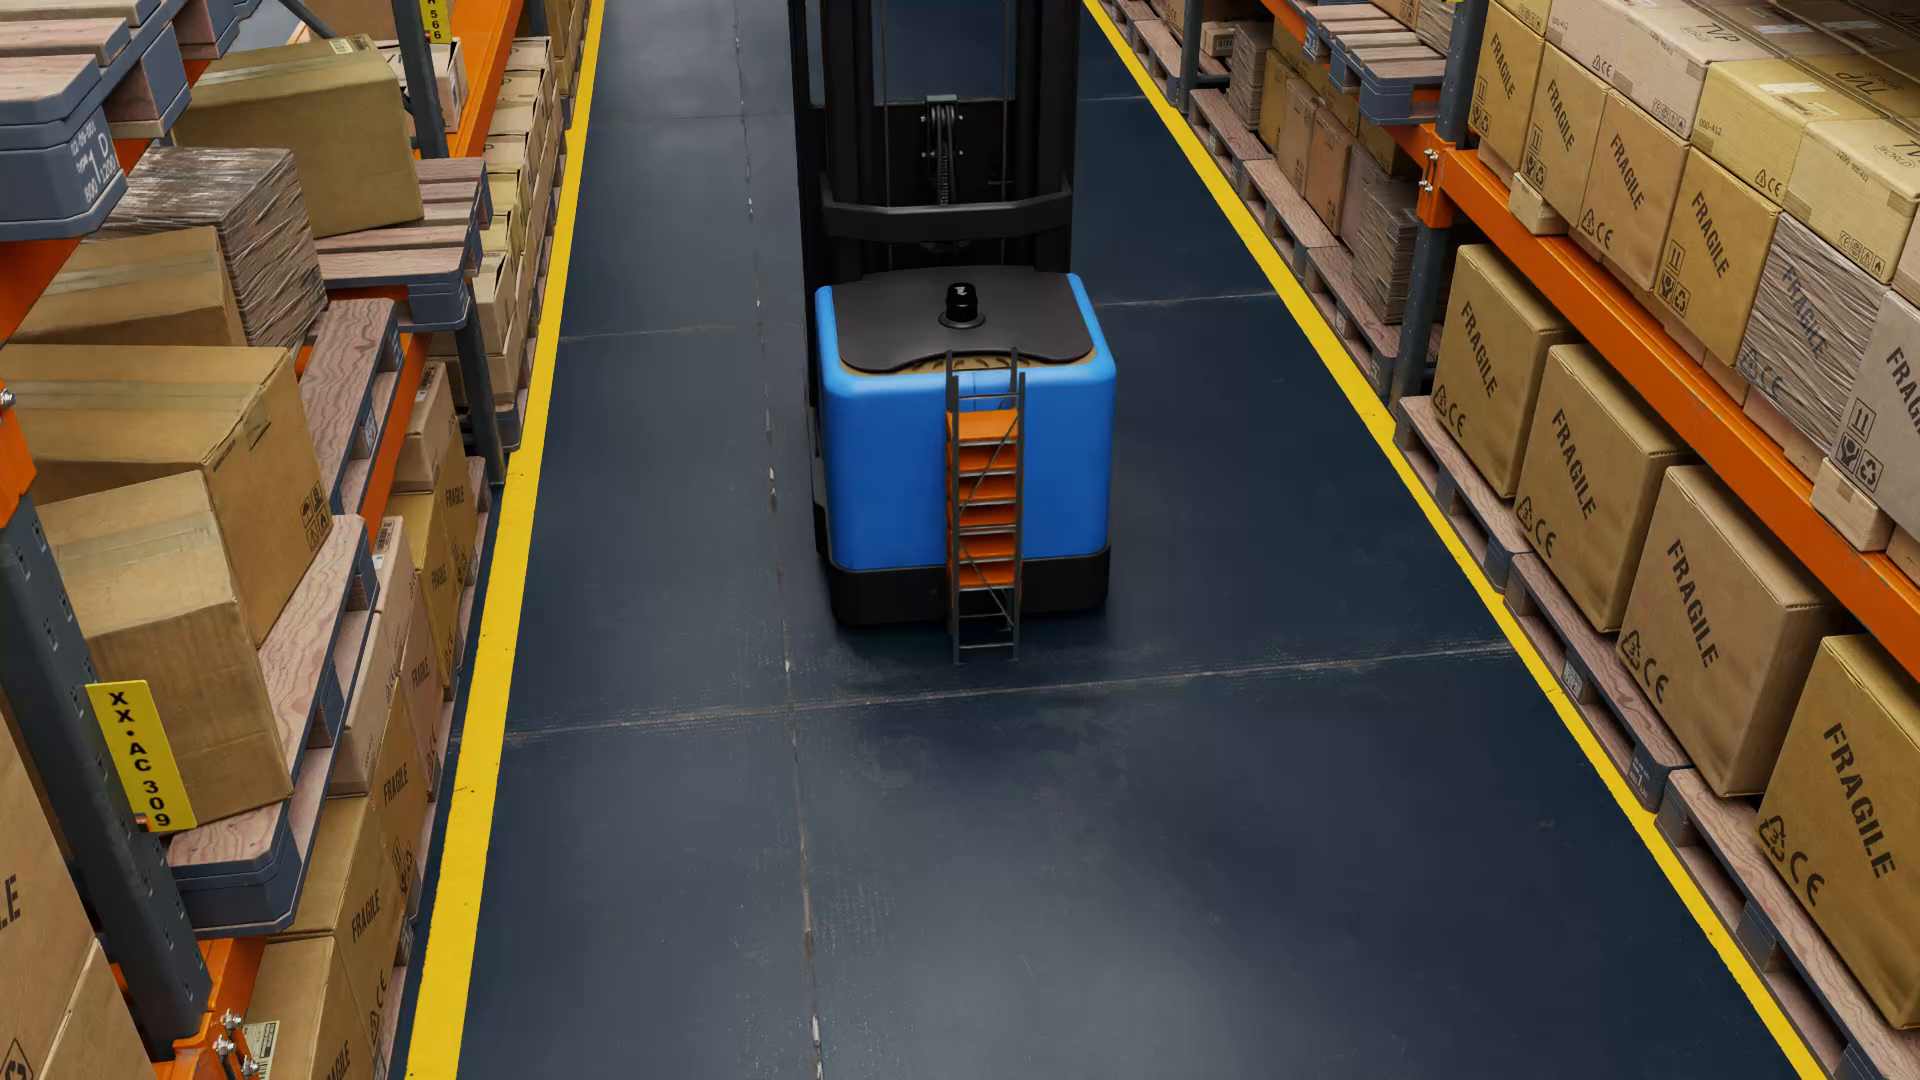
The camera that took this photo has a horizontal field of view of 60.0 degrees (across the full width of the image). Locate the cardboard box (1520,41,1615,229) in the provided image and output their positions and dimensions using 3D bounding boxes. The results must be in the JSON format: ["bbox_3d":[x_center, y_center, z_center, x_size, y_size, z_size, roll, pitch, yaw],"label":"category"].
[{"bbox_3d":[2.337,-1.429,5.813,0.500,0.500,0.500,-3,34,-5],"label":"cardboard box"}]

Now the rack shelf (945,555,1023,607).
[{"bbox_3d":[0.084,0.139,5.985,0.258,0.103,0.180,-4,34,-6],"label":"rack shelf"}]

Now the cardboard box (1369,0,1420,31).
[{"bbox_3d":[2.289,-2.635,7.473,0.700,0.500,0.500,-8,35,-11],"label":"cardboard box"}]

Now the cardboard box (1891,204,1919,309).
[{"bbox_3d":[2.627,-0.618,3.956,0.500,0.250,0.500,-4,34,-5],"label":"cardboard box"}]

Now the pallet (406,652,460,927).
[{"bbox_3d":[-2.220,0.788,5.406,1.003,0.211,1.213,-4,35,-6],"label":"pallet"}]

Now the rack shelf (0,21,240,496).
[{"bbox_3d":[-2.175,-1.289,3.953,1.077,0.370,4.000,-4,35,-6],"label":"rack shelf"}]

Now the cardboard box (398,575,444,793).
[{"bbox_3d":[-1.939,0.474,5.220,0.500,0.500,0.500,-6,35,-8],"label":"cardboard box"}]

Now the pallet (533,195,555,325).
[{"bbox_3d":[-2.677,-1.452,8.694,1.003,0.211,1.213,-4,35,-6],"label":"pallet"}]

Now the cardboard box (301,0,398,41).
[{"bbox_3d":[-2.686,-2.439,7.577,0.500,0.500,0.500,-6,35,-9],"label":"cardboard box"}]

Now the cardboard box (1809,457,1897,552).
[{"bbox_3d":[2.535,-0.110,4.453,0.380,0.149,0.250,-4,35,-6],"label":"cardboard box"}]

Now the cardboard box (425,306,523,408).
[{"bbox_3d":[-2.223,-0.815,7.351,0.500,0.250,0.500,-4,35,-7],"label":"cardboard box"}]

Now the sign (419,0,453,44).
[{"bbox_3d":[-1.907,-1.955,5.997,0.100,0.325,0.005,-4,35,-6],"label":"sign"}]

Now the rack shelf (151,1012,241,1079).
[{"bbox_3d":[-1.637,2.183,1.523,1.077,0.370,4.000,-4,35,-6],"label":"rack shelf"}]

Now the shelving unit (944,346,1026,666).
[{"bbox_3d":[0.084,-0.096,5.825,0.258,1.200,0.189,-4,34,-6],"label":"shelving unit"}]

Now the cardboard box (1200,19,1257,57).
[{"bbox_3d":[1.825,-3.380,11.171,0.380,0.166,0.250,-9,35,-13],"label":"cardboard box"}]

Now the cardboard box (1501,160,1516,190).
[{"bbox_3d":[2.304,-1.402,6.349,0.380,0.149,0.250,-4,34,-6],"label":"cardboard box"}]

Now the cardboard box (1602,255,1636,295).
[{"bbox_3d":[2.456,-0.972,5.718,0.380,0.149,0.250,-4,34,-5],"label":"cardboard box"}]

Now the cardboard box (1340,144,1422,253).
[{"bbox_3d":[2.362,-1.683,8.385,0.700,0.500,0.500,-4,35,-6],"label":"cardboard box"}]

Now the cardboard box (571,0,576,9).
[{"bbox_3d":[-2.869,-3.883,11.187,0.500,0.500,0.500,-4,35,-6],"label":"cardboard box"}]

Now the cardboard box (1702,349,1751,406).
[{"bbox_3d":[2.524,-0.541,5.086,0.380,0.149,0.250,-3,34,-5],"label":"cardboard box"}]

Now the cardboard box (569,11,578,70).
[{"bbox_3d":[-2.806,-3.293,10.988,0.500,0.250,0.500,-4,35,-6],"label":"cardboard box"}]

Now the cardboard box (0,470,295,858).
[{"bbox_3d":[-1.748,0.273,3.224,0.700,0.500,0.500,-16,37,-22],"label":"cardboard box"}]

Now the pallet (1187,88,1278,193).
[{"bbox_3d":[2.033,-2.486,10.210,1.003,0.211,1.213,-4,35,-6],"label":"pallet"}]

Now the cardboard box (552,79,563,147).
[{"bbox_3d":[-2.639,-2.523,9.857,0.500,0.250,0.500,-5,35,-7],"label":"cardboard box"}]

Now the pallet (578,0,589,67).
[{"bbox_3d":[-3.215,-3.672,11.951,1.003,0.211,1.213,-4,35,-6],"label":"pallet"}]

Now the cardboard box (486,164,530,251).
[{"bbox_3d":[-2.369,-1.624,8.040,0.500,0.311,0.500,-5,35,-8],"label":"cardboard box"}]

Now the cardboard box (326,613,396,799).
[{"bbox_3d":[-1.864,0.464,4.569,0.500,0.250,0.500,-4,35,-6],"label":"cardboard box"}]

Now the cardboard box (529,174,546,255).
[{"bbox_3d":[-2.436,-1.671,8.607,0.500,0.250,0.500,-4,34,-5],"label":"cardboard box"}]

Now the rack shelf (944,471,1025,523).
[{"bbox_3d":[0.084,-0.158,5.783,0.258,0.103,0.180,-4,34,-6],"label":"rack shelf"}]

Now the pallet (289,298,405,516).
[{"bbox_3d":[-2.178,-0.299,4.695,1.003,0.211,1.213,-4,35,-6],"label":"pallet"}]

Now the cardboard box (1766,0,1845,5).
[{"bbox_3d":[2.848,-1.800,5.691,0.500,0.250,0.500,-5,35,-8],"label":"cardboard box"}]

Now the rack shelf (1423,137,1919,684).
[{"bbox_3d":[2.733,-0.427,5.352,1.077,0.370,4.000,-4,35,-6],"label":"rack shelf"}]

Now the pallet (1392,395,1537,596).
[{"bbox_3d":[2.496,-0.242,6.918,1.003,0.211,1.213,-4,35,-6],"label":"pallet"}]

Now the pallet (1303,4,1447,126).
[{"bbox_3d":[2.263,-2.150,7.412,1.213,0.211,1.003,-4,35,-6],"label":"pallet"}]

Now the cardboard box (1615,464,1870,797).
[{"bbox_3d":[2.664,0.258,5.244,0.750,0.750,0.750,-3,34,-5],"label":"cardboard box"}]

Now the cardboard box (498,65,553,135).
[{"bbox_3d":[-2.567,-2.470,9.281,0.500,0.311,0.500,-3,34,-5],"label":"cardboard box"}]

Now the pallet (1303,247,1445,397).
[{"bbox_3d":[2.361,-1.124,8.212,1.003,0.211,1.213,-4,35,-6],"label":"pallet"}]

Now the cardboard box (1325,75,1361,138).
[{"bbox_3d":[2.227,-2.306,8.634,0.500,0.250,0.500,-5,35,-7],"label":"cardboard box"}]

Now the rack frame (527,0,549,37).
[{"bbox_3d":[-2.982,-3.695,9.508,1.000,3.000,0.127,-4,35,-6],"label":"rack frame"}]

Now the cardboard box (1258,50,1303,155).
[{"bbox_3d":[2.161,-2.527,9.624,0.700,0.500,0.500,-5,35,-7],"label":"cardboard box"}]

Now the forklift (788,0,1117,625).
[{"bbox_3d":[-0.124,-1.712,6.659,1.130,2.935,3.031,-4,34,-6],"label":"forklift"}]

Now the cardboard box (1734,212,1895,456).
[{"bbox_3d":[2.553,-0.584,4.573,0.500,0.500,0.500,-4,35,-6],"label":"cardboard box"}]

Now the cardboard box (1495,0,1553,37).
[{"bbox_3d":[2.274,-2.034,6.034,0.500,0.250,0.500,-4,34,-5],"label":"cardboard box"}]

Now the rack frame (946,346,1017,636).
[{"bbox_3d":[0.073,-0.147,5.900,0.240,1.200,0.006,-4,34,-6],"label":"rack frame"}]

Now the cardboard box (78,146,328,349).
[{"bbox_3d":[-2.314,-0.810,4.813,0.700,0.500,0.500,2,34,3],"label":"cardboard box"}]

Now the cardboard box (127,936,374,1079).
[{"bbox_3d":[-1.730,1.332,3.961,0.500,0.500,0.500,-6,35,-9],"label":"cardboard box"}]
